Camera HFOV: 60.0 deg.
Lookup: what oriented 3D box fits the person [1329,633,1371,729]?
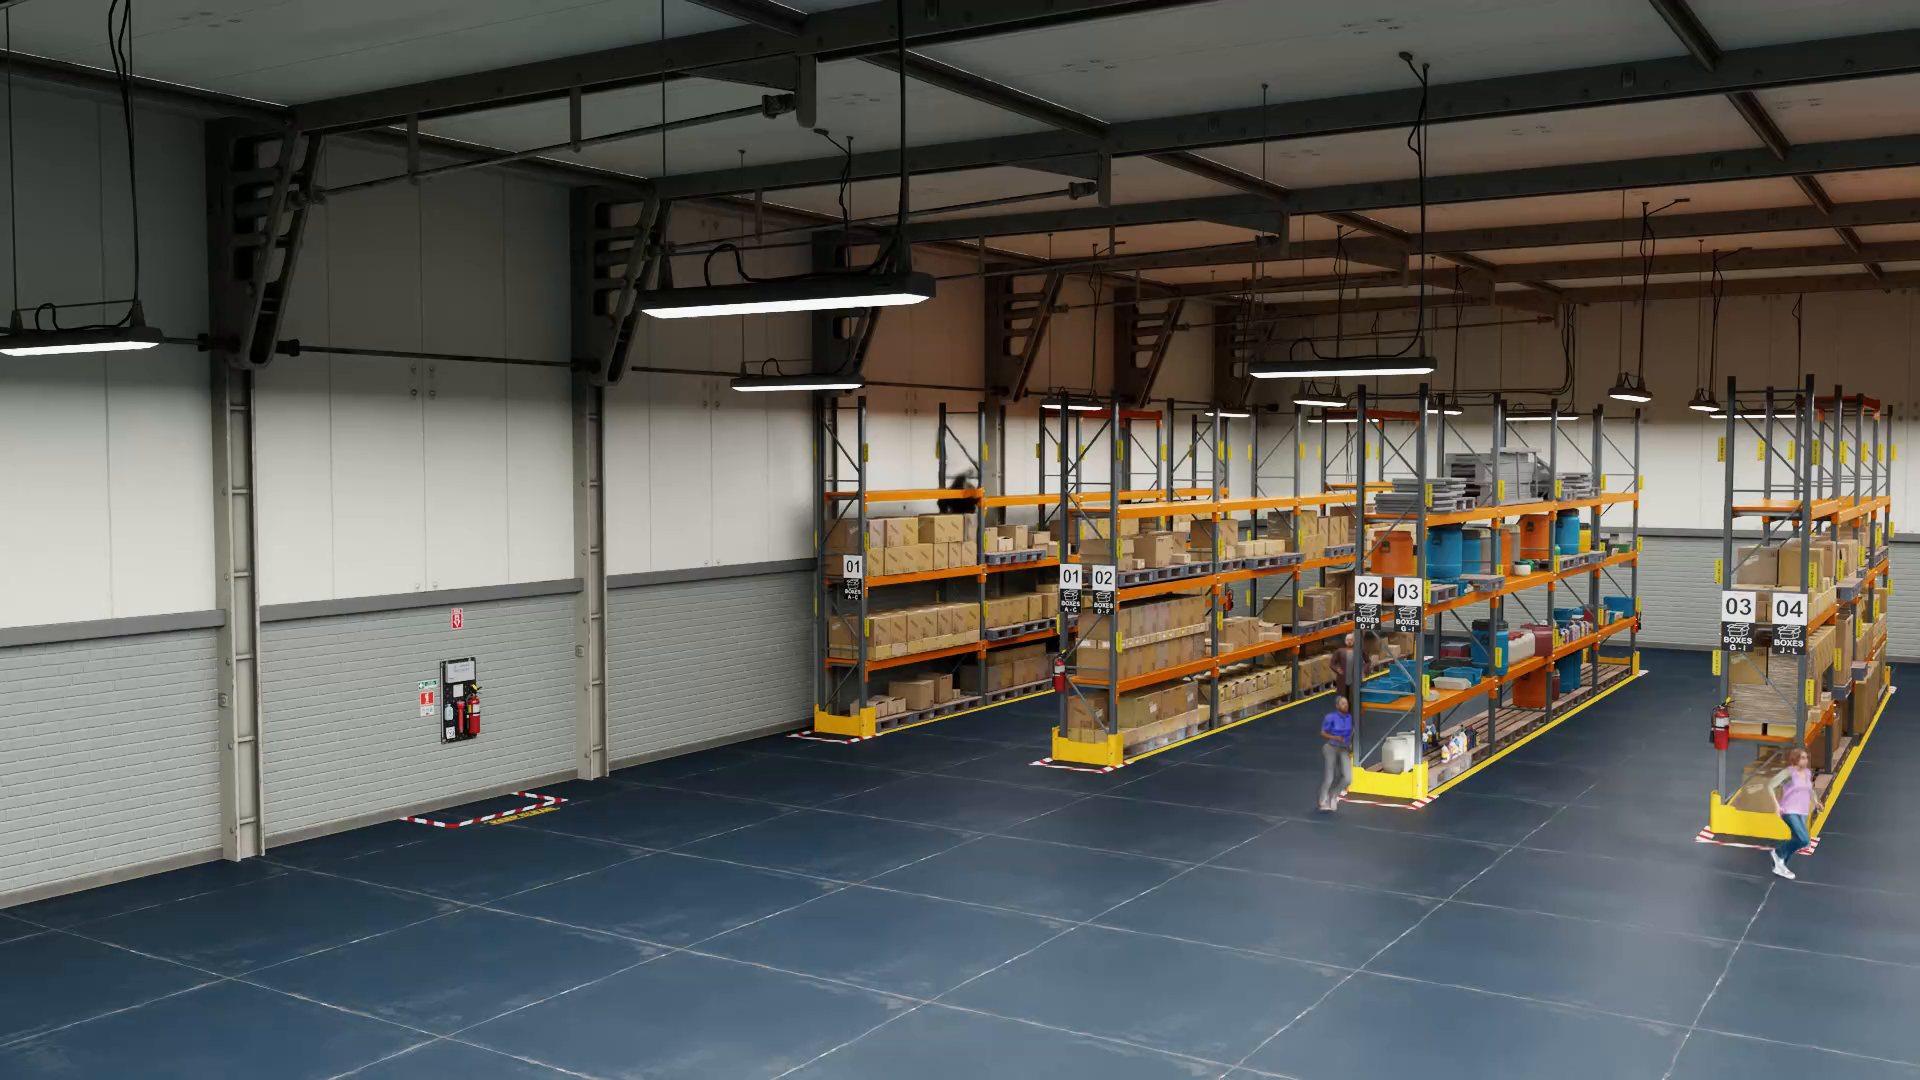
[{"bbox_3d":[6.918,2.535,29.530,0.715,1.756,1.000,1,3,18],"label":"person"}]

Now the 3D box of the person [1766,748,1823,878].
[{"bbox_3d":[9.769,3.200,19.417,0.516,1.556,0.628,-1,3,-22],"label":"person"}]

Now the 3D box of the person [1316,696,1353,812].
[{"bbox_3d":[5.291,2.982,23.127,0.586,1.631,0.637,-1,3,-15],"label":"person"}]
